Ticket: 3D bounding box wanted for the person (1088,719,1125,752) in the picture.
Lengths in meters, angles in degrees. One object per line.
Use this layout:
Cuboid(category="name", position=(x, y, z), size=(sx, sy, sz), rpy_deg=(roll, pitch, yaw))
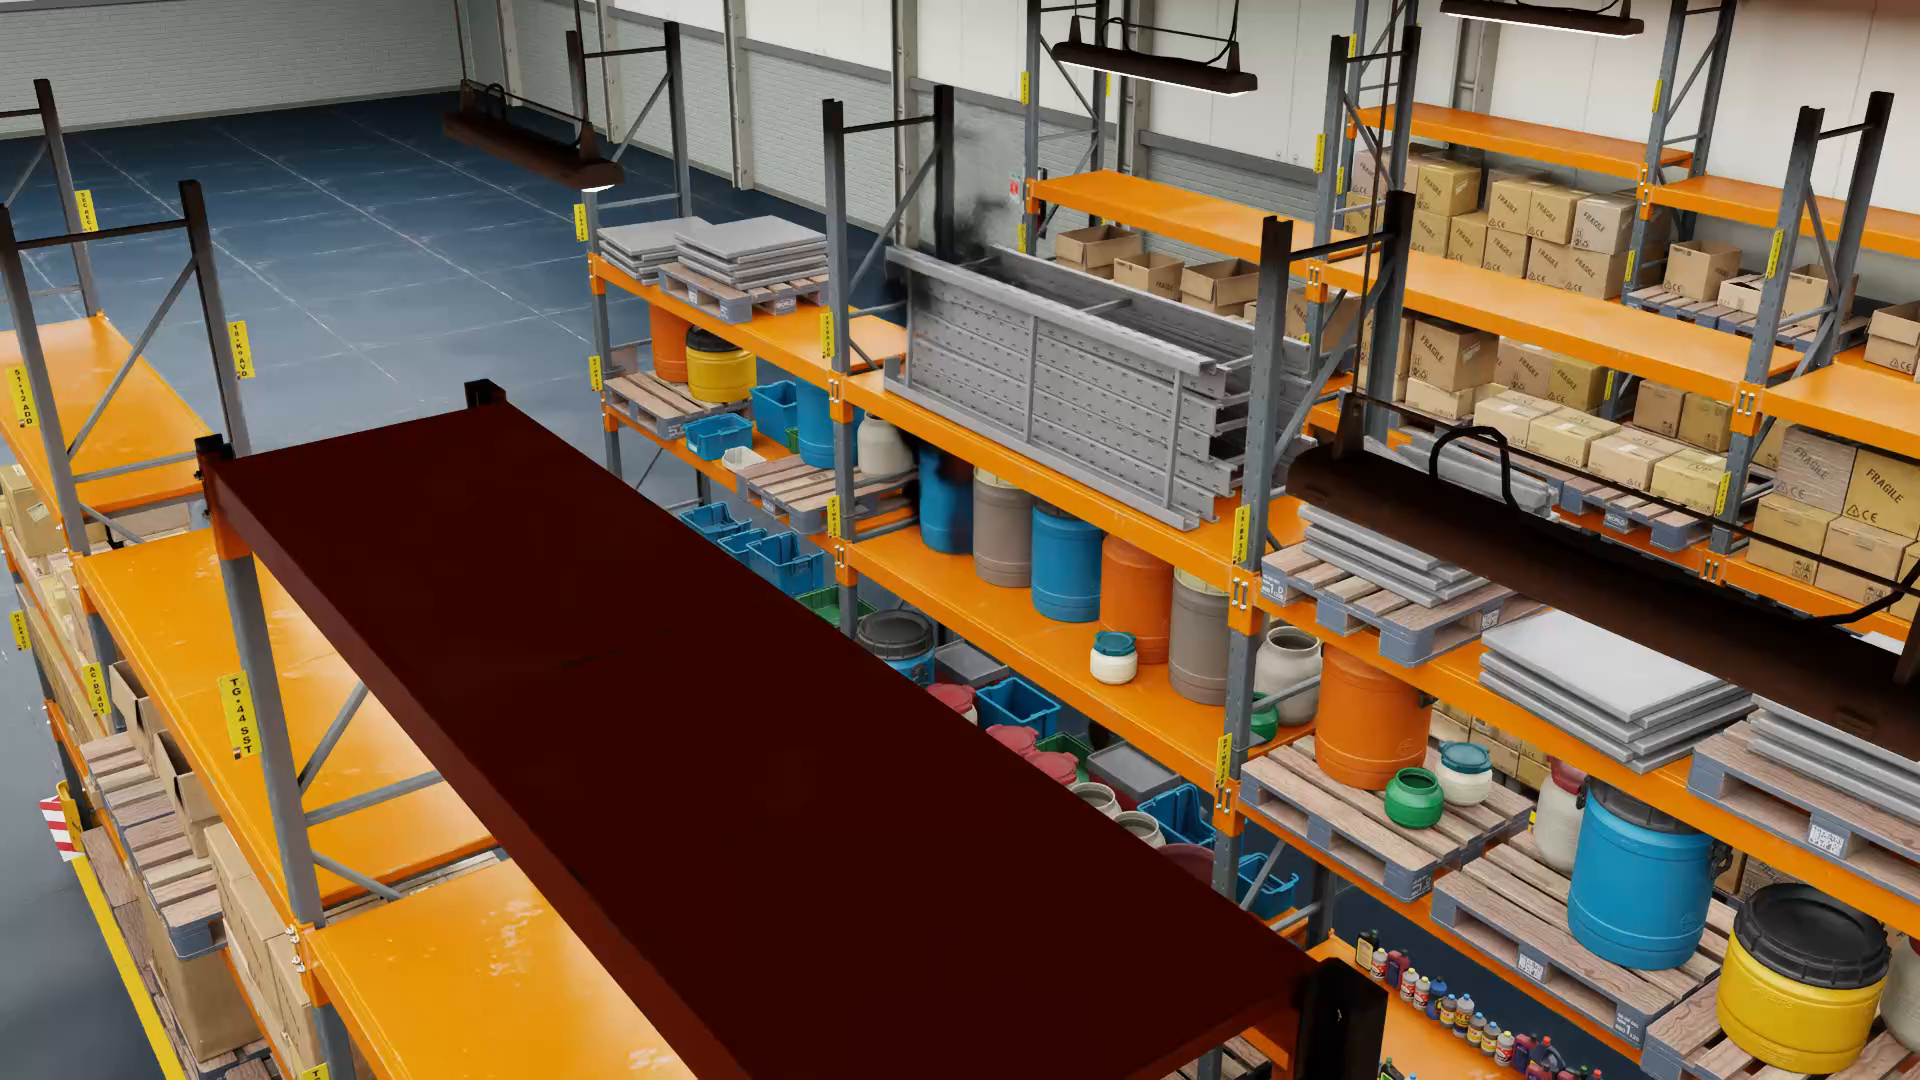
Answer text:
Cuboid(category="person", position=(1.367, 1.377, 13.917), size=(0.688, 1.814, 0.733), rpy_deg=(-20, 32, -37))
